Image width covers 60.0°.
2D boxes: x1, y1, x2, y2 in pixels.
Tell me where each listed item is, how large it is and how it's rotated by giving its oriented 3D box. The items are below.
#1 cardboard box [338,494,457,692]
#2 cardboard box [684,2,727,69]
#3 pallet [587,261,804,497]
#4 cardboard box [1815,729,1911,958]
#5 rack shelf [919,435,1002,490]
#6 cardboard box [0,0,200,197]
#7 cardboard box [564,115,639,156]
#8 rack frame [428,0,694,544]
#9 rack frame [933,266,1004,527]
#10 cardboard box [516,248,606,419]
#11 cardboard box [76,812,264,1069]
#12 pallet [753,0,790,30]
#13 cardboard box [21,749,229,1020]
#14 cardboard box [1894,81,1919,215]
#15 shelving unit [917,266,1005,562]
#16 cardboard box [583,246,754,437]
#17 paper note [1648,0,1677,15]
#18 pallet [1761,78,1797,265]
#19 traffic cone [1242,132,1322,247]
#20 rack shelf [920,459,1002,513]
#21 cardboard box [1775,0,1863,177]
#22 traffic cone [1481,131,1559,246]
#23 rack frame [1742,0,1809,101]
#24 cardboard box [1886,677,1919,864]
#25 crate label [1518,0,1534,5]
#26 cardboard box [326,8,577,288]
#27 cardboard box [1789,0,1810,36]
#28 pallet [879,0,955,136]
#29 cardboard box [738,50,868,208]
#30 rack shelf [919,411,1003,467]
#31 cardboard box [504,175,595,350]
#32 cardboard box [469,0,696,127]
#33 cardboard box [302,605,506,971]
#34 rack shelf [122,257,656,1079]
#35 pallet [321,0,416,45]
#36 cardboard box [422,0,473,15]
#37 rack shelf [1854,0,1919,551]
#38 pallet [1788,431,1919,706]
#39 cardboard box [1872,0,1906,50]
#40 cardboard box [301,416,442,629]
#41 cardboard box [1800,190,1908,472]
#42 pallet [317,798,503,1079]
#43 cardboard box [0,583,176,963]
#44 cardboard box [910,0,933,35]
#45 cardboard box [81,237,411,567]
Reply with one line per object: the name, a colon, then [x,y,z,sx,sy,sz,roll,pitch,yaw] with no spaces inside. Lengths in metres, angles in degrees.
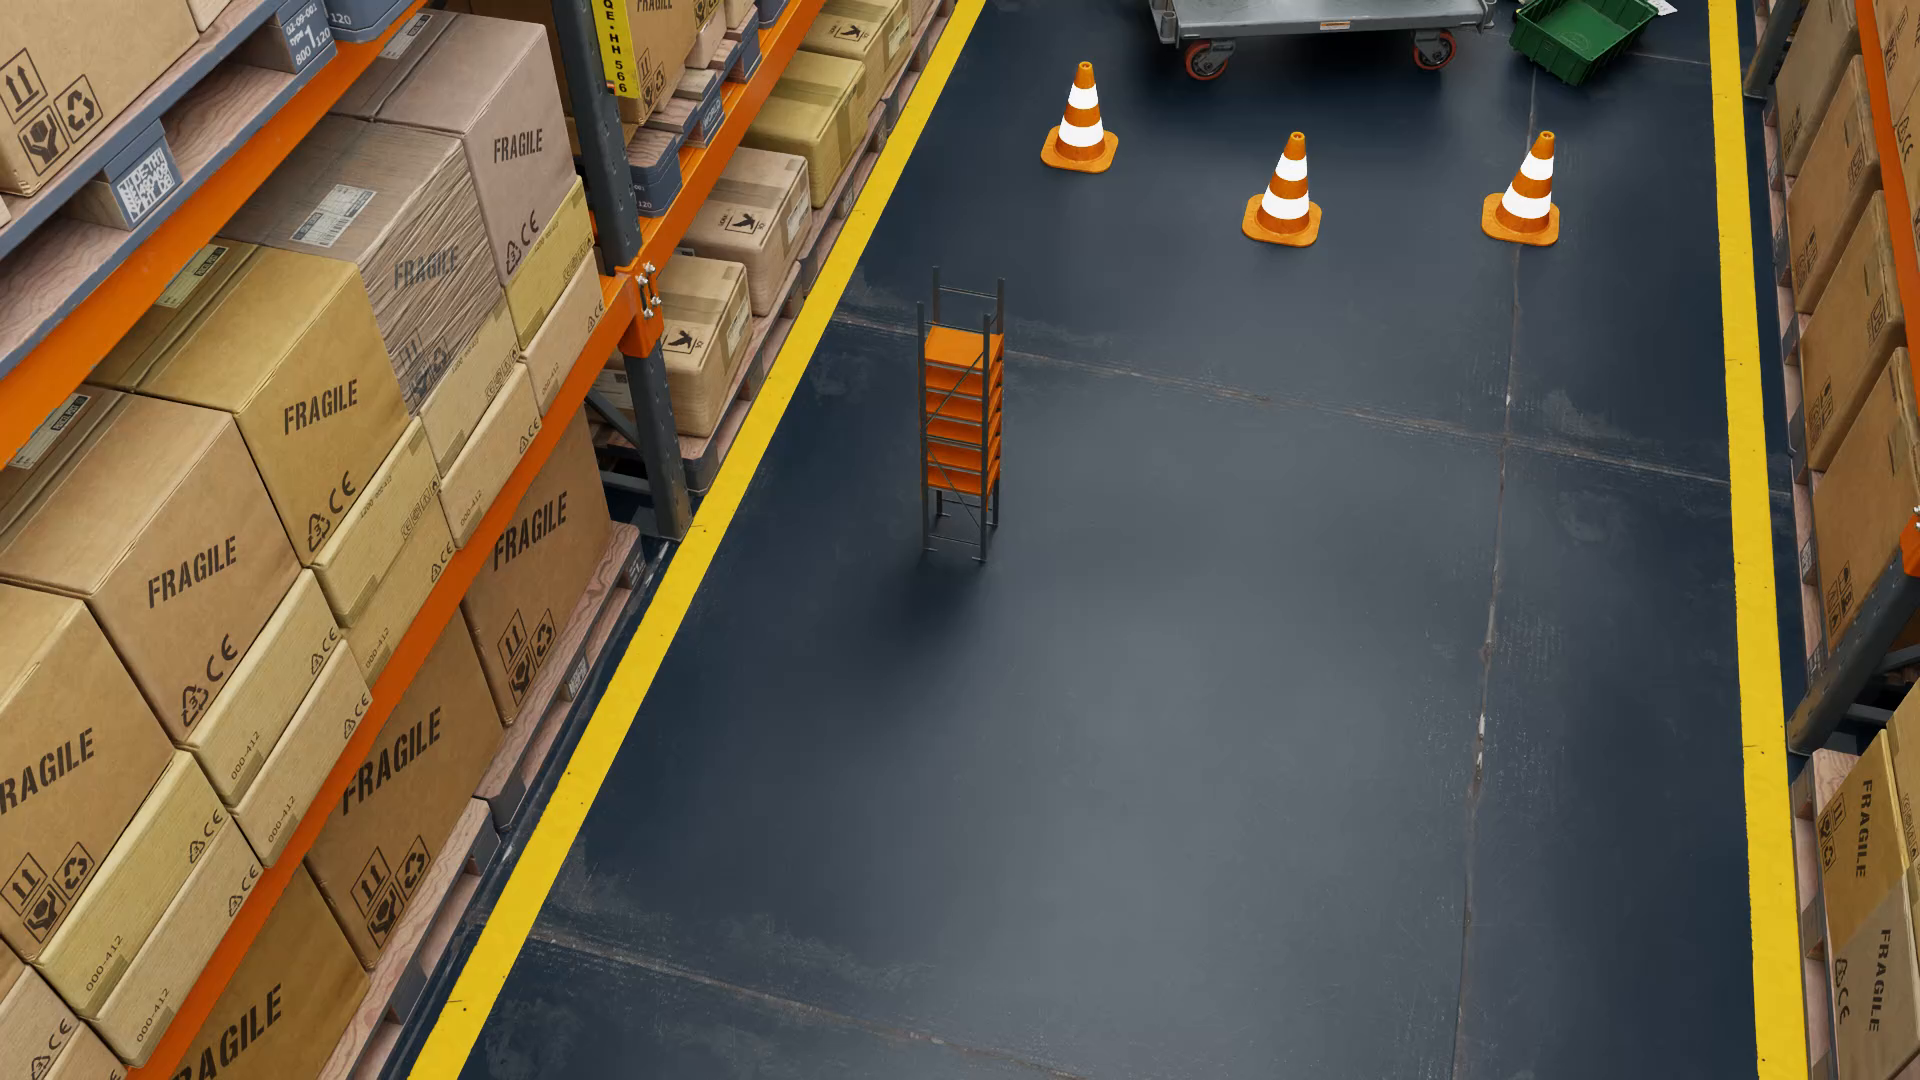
cardboard box: [-1.660,0.079,4.279,0.500,0.250,0.500,11,50,10]
cardboard box: [-1.022,-1.762,5.692,0.380,0.149,0.250,9,49,8]
pallet: [-1.303,-0.763,6.783,1.003,0.211,1.213,12,50,10]
cardboard box: [2.860,0.932,4.814,0.500,0.500,0.500,10,49,8]
rack shelf: [0.004,-0.299,5.933,0.258,0.103,0.180,12,50,10]
cardboard box: [-1.694,-0.954,2.744,0.500,0.500,0.500,12,50,10]
cardboard box: [-1.245,-1.375,5.351,0.380,0.149,0.250,9,49,8]
rack frame: [-1.510,-1.121,5.239,1.000,3.000,0.127,12,50,10]
rack frame: [0.028,-0.474,5.868,0.240,1.200,0.006,12,50,10]
cardboard box: [-1.393,-0.654,4.927,0.500,0.250,0.500,10,49,9]
cardboard box: [-1.908,0.813,3.631,0.500,0.250,0.500,11,50,10]
pallet: [-1.029,-2.498,6.582,1.003,0.211,1.213,12,50,10]
cardboard box: [-1.907,0.651,3.441,0.500,0.250,0.500,12,50,11]
cardboard box: [3.416,-1.351,5.375,0.500,0.500,0.500,11,49,9]
shelving unit: [0.004,-0.407,5.809,0.258,1.200,0.189,12,50,10]
cardboard box: [-1.352,-0.797,6.426,0.950,0.372,0.625,9,49,7]
paper note: [3.648,-2.793,8.695,0.147,0.020,0.142,-19,51,-16]
pallet: [4.214,-1.615,7.535,1.003,0.211,1.213,12,50,10]
traffic cone: [1.455,-1.595,7.349,0.336,0.463,0.334,12,50,10]
rack shelf: [0.004,-0.219,6.023,0.258,0.103,0.180,12,50,10]
cardboard box: [4.268,-2.038,7.269,1.050,0.750,0.750,11,50,10]
traffic cone: [2.535,-1.599,7.353,0.336,0.463,0.334,12,50,10]
rack frame: [4.345,-3.111,6.995,1.000,3.000,0.127,12,50,10]
cardboard box: [2.877,0.674,4.542,0.500,0.250,0.500,10,49,8]
crate label: [2.975,-2.963,8.774,0.298,0.136,0.250,-19,51,-16]
cardboard box: [-1.394,-1.059,4.451,0.500,0.500,0.500,10,49,9]
cardboard box: [4.578,-2.988,8.023,0.875,0.875,0.875,12,50,11]
pallet: [-0.661,-2.528,8.341,1.003,0.211,1.213,12,50,10]
cardboard box: [-0.960,-1.880,7.381,0.950,0.372,0.625,13,50,11]
rack shelf: [0.004,-0.378,5.843,0.258,0.103,0.180,12,50,10]
cardboard box: [-1.393,-0.836,4.754,0.500,0.250,0.500,11,50,10]
cardboard box: [-1.169,-1.671,5.179,0.500,0.500,0.500,10,49,9]
cardboard box: [-2.011,0.571,4.883,0.875,0.875,0.875,12,50,10]
rack shelf: [-2.037,0.564,4.232,1.077,0.370,4.000,12,50,10]
pallet: [-1.629,-1.575,3.765,1.213,0.211,1.003,14,50,12]
cardboard box: [-1.659,-1.775,5.271,0.500,0.500,0.500,10,49,9]
rack shelf: [3.818,-1.426,5.988,1.077,0.370,4.000,12,50,10]
pallet: [3.572,0.150,5.977,1.003,0.211,1.213,12,50,10]
cardboard box: [3.680,-2.090,6.027,0.500,0.500,0.500,11,50,10]
cardboard box: [-1.639,-0.091,4.096,0.500,0.250,0.500,10,49,9]
cardboard box: [3.766,-0.668,6.059,1.050,0.750,0.750,12,50,11]
pallet: [-2.114,1.237,5.018,1.003,0.211,1.213,12,50,10]
cardboard box: [-1.928,0.411,3.153,0.500,0.500,0.500,10,49,9]
cardboard box: [-0.593,-2.904,8.285,0.950,0.372,0.625,12,50,11]
cardboard box: [-1.658,-0.329,3.806,0.500,0.500,0.500,12,50,10]
